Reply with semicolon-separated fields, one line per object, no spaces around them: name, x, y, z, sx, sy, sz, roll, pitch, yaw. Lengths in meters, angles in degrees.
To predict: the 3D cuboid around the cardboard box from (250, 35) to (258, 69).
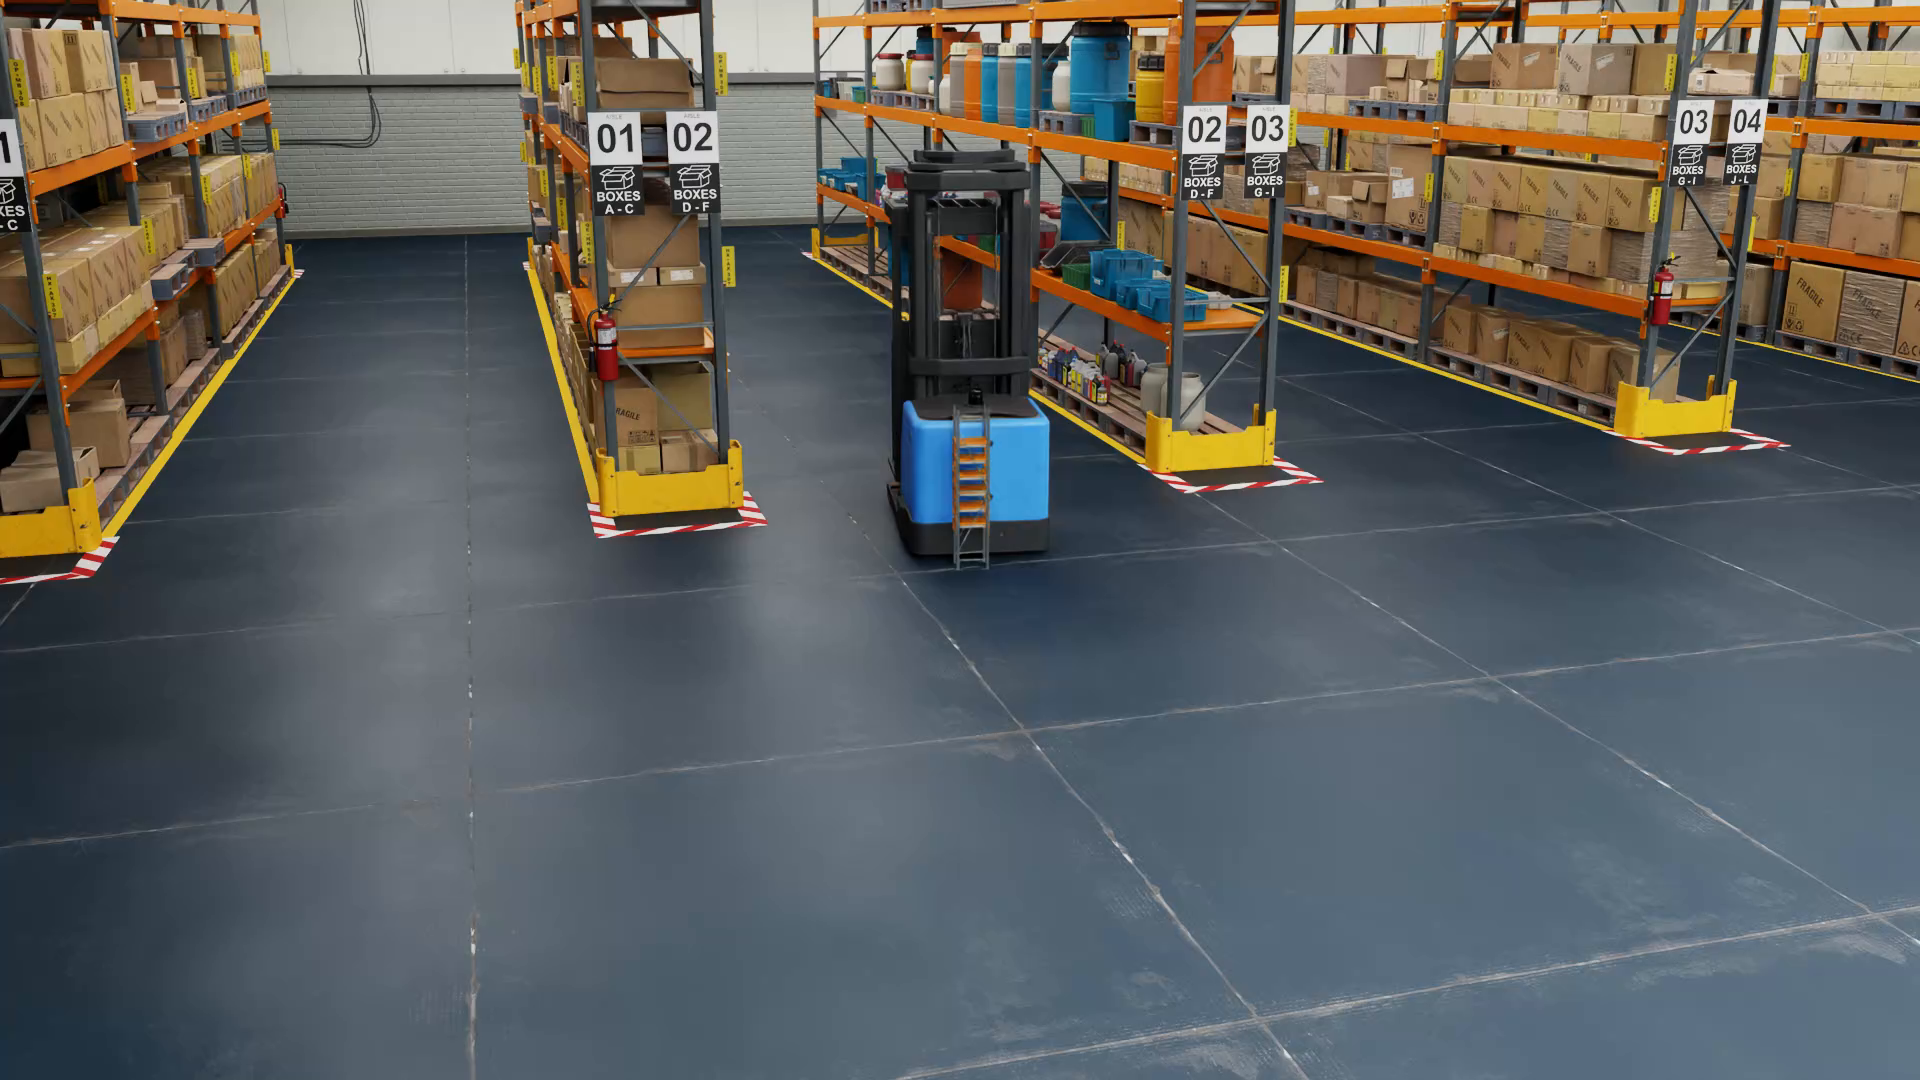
cardboard box;-10.979;-7.407;25.237;0.500;0.500;0.500;-4;17;-14

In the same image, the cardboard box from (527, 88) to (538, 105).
cardboard box;-6.098;-6.519;24.487;0.500;0.250;0.500;-5;17;-15

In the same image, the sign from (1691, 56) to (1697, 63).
sign;12.813;-8.284;29.067;0.100;0.325;0.005;-5;17;-15

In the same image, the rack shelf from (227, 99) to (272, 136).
rack shelf;-11.020;-6.293;24.726;1.077;0.370;4.000;-5;17;-15

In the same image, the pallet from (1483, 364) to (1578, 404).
pallet;6.574;-1.754;18.423;1.003;0.211;1.213;-5;17;-15

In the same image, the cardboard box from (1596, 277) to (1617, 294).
cardboard box;6.652;-2.580;16.764;0.380;0.149;0.250;-5;17;-15

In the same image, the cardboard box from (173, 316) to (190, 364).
cardboard box;-9.093;-2.209;18.671;0.700;0.500;0.500;-5;17;-15

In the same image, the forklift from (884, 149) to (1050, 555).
forklift;-0.021;-1.670;13.417;1.130;2.935;3.031;-2;17;-7

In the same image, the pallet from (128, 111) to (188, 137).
pallet;-8.627;-4.248;16.992;1.213;0.211;1.003;-5;17;-15

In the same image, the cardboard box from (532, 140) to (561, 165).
cardboard box;-6.096;-5.687;24.759;0.500;0.500;0.500;-5;17;-15

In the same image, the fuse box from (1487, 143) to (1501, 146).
fuse box;12.735;-8.779;39.205;0.539;1.711;0.414;-5;17;-15

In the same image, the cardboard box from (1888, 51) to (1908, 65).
cardboard box;10.868;-5.512;19.021;0.380;0.149;0.250;-5;17;-15

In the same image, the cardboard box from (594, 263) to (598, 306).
cardboard box;-3.096;-2.469;15.784;0.700;0.500;0.500;-4;17;-14

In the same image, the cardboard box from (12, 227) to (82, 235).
cardboard box;-8.343;-2.586;15.268;0.500;0.500;0.500;-5;17;-17

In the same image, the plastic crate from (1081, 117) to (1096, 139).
plastic crate;1.426;-4.096;16.527;0.336;0.188;0.450;-5;17;-15

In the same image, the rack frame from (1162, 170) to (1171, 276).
rack frame;3.818;-5.823;27.123;1.000;3.000;0.127;-5;17;-15

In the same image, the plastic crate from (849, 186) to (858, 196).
plastic crate;-1.510;-5.617;26.811;0.437;0.125;0.590;-5;17;-15

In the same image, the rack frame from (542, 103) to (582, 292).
rack frame;-4.609;-3.934;20.836;1.000;3.000;0.127;-5;17;-15

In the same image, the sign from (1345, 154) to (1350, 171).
sign;5.436;-5.279;23.436;0.100;0.325;0.005;-5;17;-15

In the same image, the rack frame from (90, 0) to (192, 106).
rack frame;-9.371;-6.415;18.666;1.000;3.000;0.127;-5;17;-15

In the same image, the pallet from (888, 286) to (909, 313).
pallet;-0.434;-3.541;24.374;1.003;0.211;1.213;-5;17;-15

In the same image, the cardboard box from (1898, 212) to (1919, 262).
cardboard box;11.376;-3.497;19.120;0.875;0.550;0.500;-5;17;-15

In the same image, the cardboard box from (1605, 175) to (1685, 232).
cardboard box;6.727;-3.306;16.313;0.500;0.500;0.500;-5;17;-15

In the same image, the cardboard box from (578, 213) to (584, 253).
cardboard box;-4.132;-3.519;19.281;0.500;0.500;0.500;-6;18;-18

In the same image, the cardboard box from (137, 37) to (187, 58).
cardboard box;-10.188;-6.297;21.246;0.500;0.250;0.500;-5;18;-17

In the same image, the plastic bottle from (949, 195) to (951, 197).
plastic bottle;-0.149;-4.873;24.184;0.097;0.271;0.097;0;17;0

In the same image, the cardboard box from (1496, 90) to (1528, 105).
cardboard box;6.111;-4.842;18.211;0.380;0.149;0.250;-4;17;-14

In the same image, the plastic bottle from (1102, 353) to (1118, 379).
plastic bottle;1.625;-1.898;18.025;0.152;0.276;0.135;-5;17;-15

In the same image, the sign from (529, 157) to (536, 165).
sign;-6.228;-5.410;24.245;0.100;0.325;0.005;-5;17;-15

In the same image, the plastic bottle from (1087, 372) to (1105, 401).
plastic bottle;1.384;-1.564;16.913;0.152;0.276;0.135;-5;17;-15

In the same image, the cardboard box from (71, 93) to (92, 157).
cardboard box;-7.451;-3.376;13.556;0.500;0.500;0.500;-4;17;-12

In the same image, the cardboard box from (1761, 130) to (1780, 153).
cardboard box;13.641;-6.569;27.694;0.500;0.500;0.500;-5;17;-16

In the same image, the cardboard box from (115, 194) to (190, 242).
cardboard box;-9.232;-3.671;19.021;0.700;0.500;0.500;-7;18;-22

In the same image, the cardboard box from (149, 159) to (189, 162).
cardboard box;-10.444;-4.915;22.072;0.500;0.250;0.500;-4;17;-15

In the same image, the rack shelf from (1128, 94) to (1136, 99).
rack shelf;3.268;-7.468;28.637;1.077;0.370;4.000;-5;17;-15

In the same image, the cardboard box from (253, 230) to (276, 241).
cardboard box;-10.999;-4.792;26.178;0.380;0.149;0.250;-4;17;-14

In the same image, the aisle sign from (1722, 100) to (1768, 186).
aisle sign;7.421;-3.755;15.721;0.394;0.787;0.004;-5;17;-15

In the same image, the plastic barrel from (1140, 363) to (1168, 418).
plastic barrel;1.961;-1.436;16.114;0.421;0.512;0.421;0;17;0

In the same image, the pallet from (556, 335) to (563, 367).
pallet;-4.420;-2.368;20.469;1.003;0.211;1.213;-5;17;-15

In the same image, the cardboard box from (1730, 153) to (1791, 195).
cardboard box;10.528;-4.780;21.739;0.700;0.500;0.500;-5;17;-16

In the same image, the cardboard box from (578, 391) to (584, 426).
cardboard box;-3.409;-1.283;16.057;0.500;0.250;0.500;-5;17;-15

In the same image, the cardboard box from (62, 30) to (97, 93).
cardboard box;-7.559;-3.997;13.883;0.500;0.500;0.500;-5;18;-17

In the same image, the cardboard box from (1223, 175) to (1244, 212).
cardboard box;4.266;-5.163;24.753;0.500;0.500;0.500;-5;18;-17

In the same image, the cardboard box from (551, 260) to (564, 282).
cardboard box;-5.111;-3.562;21.875;0.500;0.250;0.500;-4;17;-13

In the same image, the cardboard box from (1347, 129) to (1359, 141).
cardboard box;7.528;-7.679;30.872;0.500;0.500;0.500;-4;17;-14

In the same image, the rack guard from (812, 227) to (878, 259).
rack guard;-2.063;-5.346;29.881;1.175;0.500;0.348;-5;17;-15

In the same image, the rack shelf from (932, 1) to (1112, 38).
rack shelf;0.704;-6.109;19.592;1.077;0.370;4.000;-5;17;-15

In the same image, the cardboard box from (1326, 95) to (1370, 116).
cardboard box;5.093;-5.648;21.586;0.500;0.250;0.500;-4;17;-14

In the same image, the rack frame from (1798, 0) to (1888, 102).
rack frame;10.813;-6.847;20.106;1.000;3.000;0.127;-5;17;-15

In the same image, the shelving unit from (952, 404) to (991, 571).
shelving unit;0.082;-0.376;12.119;0.258;1.200;0.189;-2;17;-7

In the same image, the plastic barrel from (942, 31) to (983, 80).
plastic barrel;0.002;-6.326;22.106;0.600;0.830;0.708;-5;17;-15

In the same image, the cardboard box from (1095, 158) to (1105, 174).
cardboard box;2.740;-6.703;29.795;0.500;0.250;0.500;-5;17;-16

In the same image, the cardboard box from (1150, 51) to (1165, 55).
cardboard box;3.545;-7.768;27.307;0.700;0.500;0.500;-6;18;-19

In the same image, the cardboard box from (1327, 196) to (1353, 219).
cardboard box;5.156;-4.364;21.797;0.500;0.250;0.500;-5;17;-17
